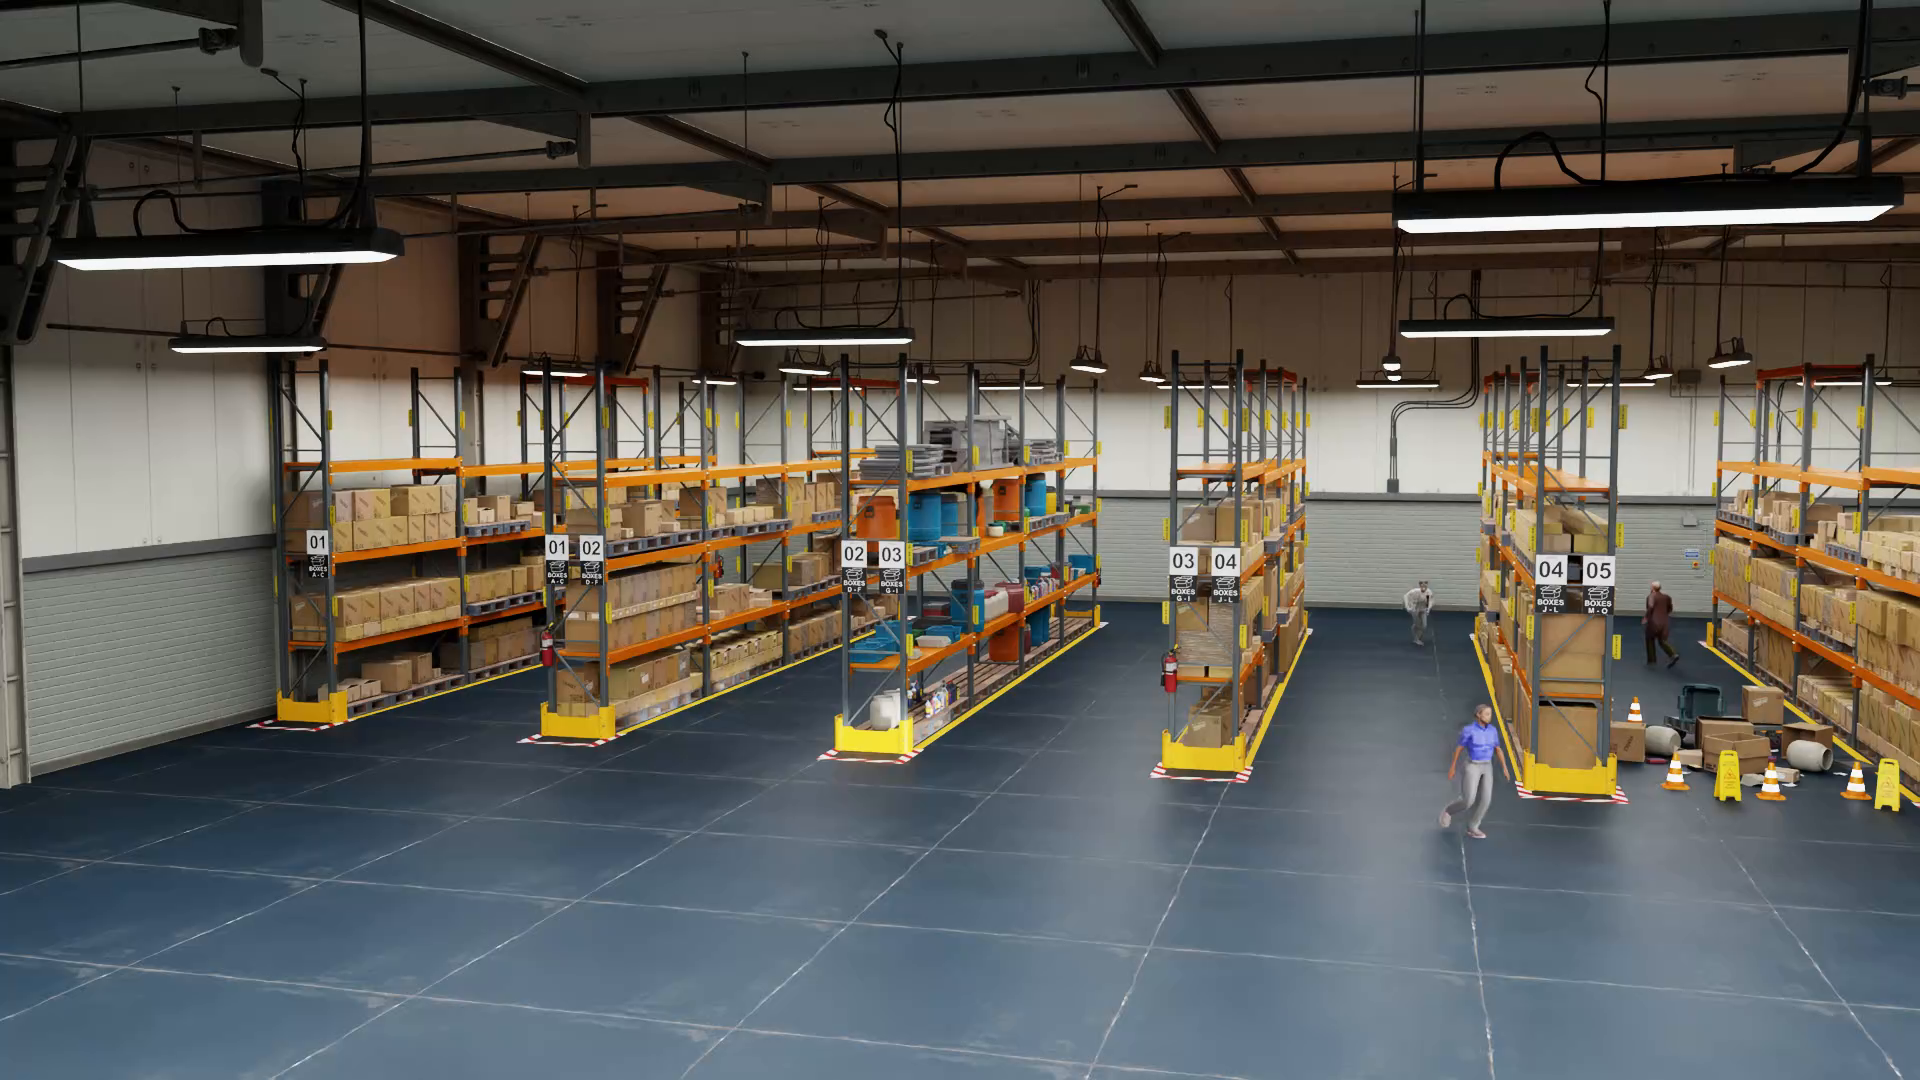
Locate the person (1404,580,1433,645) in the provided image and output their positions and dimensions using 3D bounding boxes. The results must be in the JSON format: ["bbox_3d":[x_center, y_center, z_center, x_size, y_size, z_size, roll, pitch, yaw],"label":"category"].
[{"bbox_3d":[10.226,1.607,37.132,0.636,1.479,0.825,0,4,0],"label":"person"}]

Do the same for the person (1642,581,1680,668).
[{"bbox_3d":[14.179,1.721,33.592,0.695,1.742,0.948,-1,4,-13],"label":"person"}]

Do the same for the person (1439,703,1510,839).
[{"bbox_3d":[6.166,2.772,19.973,0.629,1.597,0.668,-1,4,-17],"label":"person"}]
